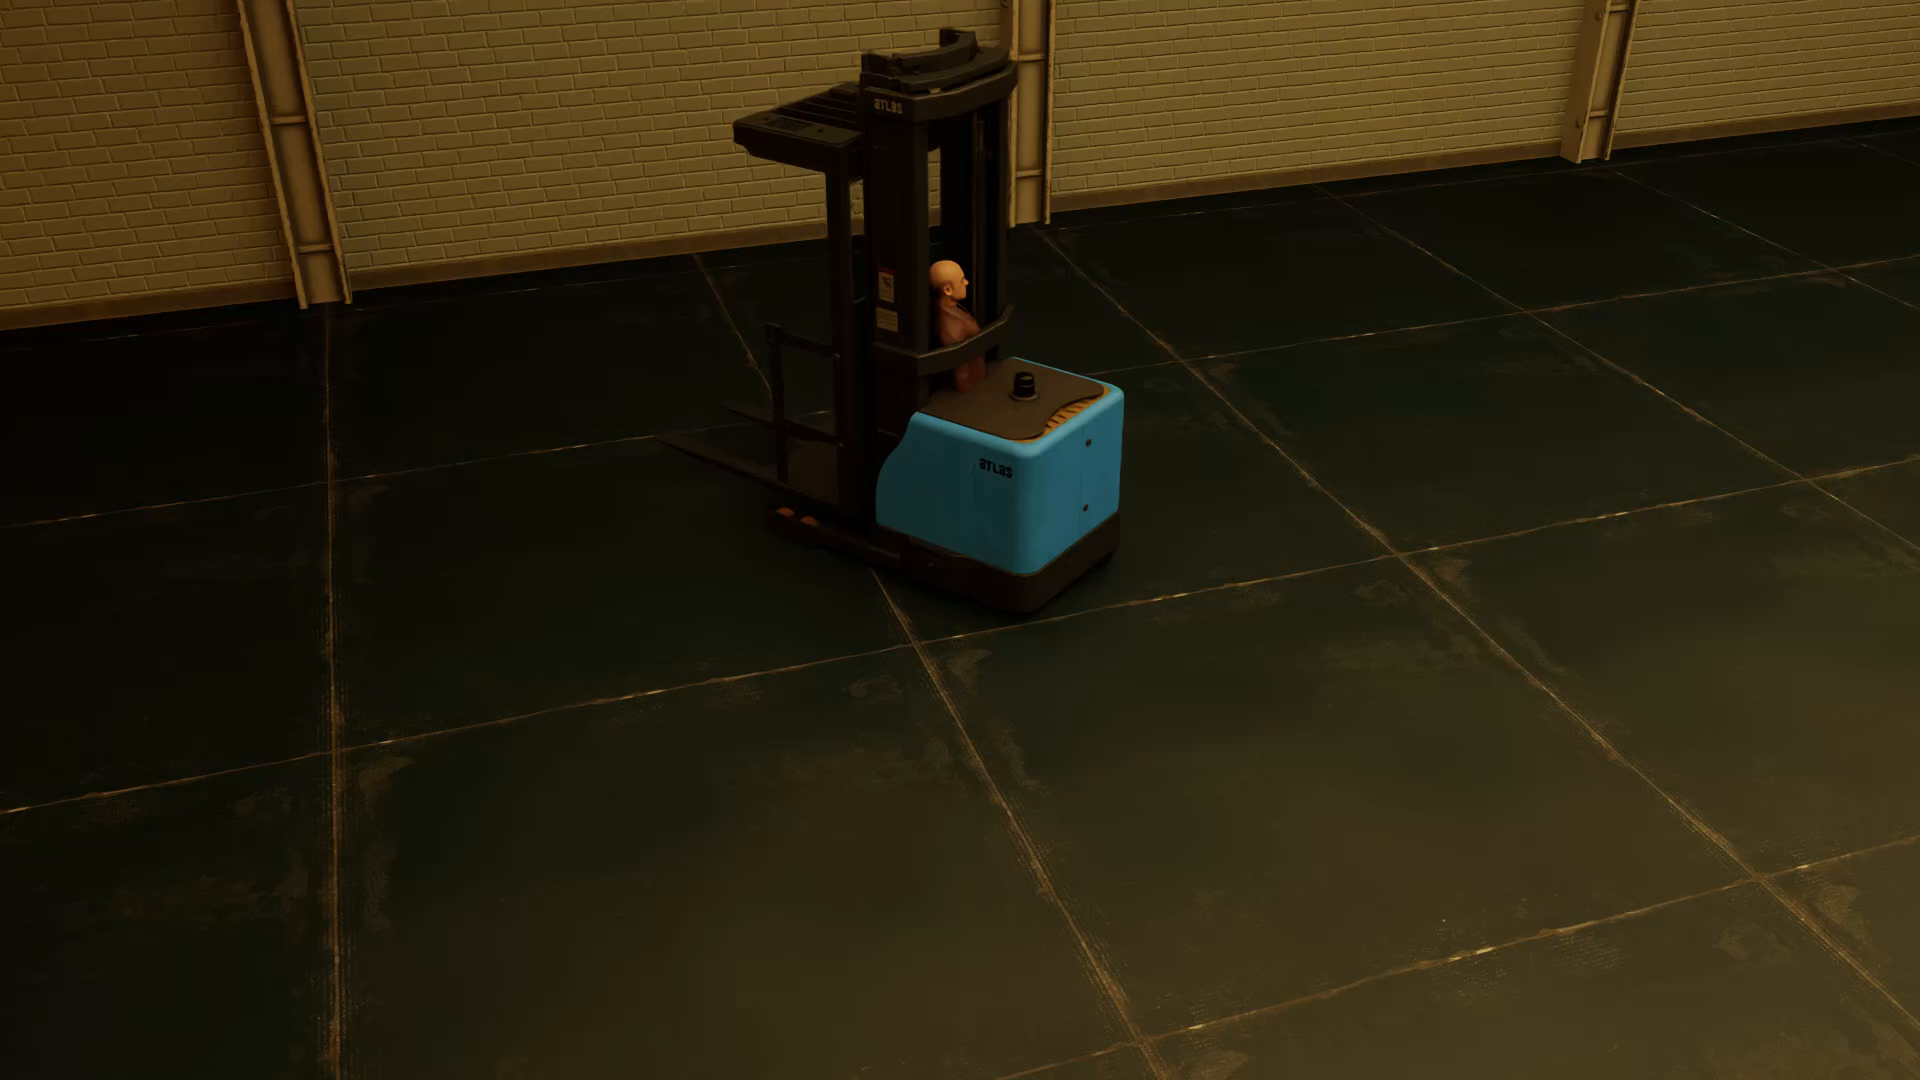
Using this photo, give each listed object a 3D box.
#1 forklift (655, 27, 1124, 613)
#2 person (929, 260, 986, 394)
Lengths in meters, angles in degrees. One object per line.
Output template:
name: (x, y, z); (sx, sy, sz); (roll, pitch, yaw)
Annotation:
forklift: (-0.552, -1.437, 9.584); (3.031, 2.935, 1.130); (20, 35, 30)
person: (0.074, -0.818, 9.587); (0.543, 1.700, 0.553); (-10, 31, -16)
